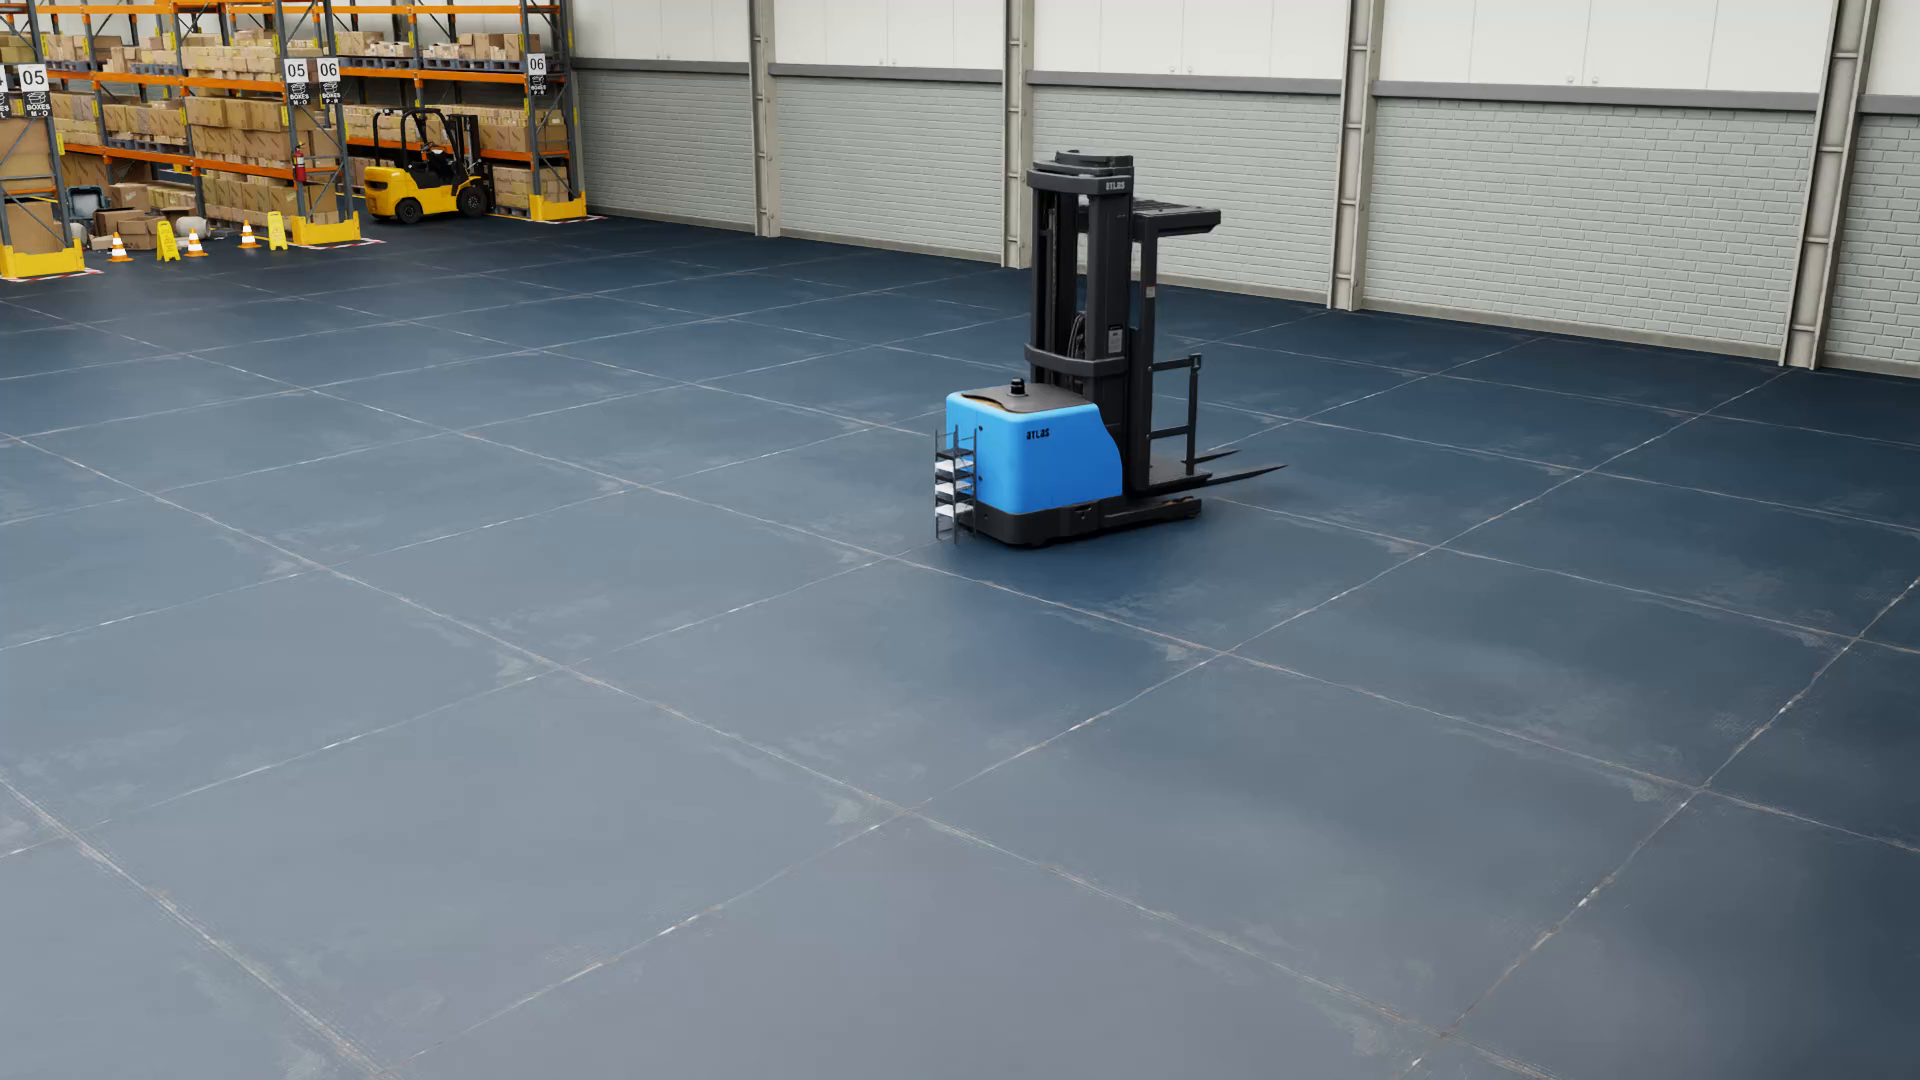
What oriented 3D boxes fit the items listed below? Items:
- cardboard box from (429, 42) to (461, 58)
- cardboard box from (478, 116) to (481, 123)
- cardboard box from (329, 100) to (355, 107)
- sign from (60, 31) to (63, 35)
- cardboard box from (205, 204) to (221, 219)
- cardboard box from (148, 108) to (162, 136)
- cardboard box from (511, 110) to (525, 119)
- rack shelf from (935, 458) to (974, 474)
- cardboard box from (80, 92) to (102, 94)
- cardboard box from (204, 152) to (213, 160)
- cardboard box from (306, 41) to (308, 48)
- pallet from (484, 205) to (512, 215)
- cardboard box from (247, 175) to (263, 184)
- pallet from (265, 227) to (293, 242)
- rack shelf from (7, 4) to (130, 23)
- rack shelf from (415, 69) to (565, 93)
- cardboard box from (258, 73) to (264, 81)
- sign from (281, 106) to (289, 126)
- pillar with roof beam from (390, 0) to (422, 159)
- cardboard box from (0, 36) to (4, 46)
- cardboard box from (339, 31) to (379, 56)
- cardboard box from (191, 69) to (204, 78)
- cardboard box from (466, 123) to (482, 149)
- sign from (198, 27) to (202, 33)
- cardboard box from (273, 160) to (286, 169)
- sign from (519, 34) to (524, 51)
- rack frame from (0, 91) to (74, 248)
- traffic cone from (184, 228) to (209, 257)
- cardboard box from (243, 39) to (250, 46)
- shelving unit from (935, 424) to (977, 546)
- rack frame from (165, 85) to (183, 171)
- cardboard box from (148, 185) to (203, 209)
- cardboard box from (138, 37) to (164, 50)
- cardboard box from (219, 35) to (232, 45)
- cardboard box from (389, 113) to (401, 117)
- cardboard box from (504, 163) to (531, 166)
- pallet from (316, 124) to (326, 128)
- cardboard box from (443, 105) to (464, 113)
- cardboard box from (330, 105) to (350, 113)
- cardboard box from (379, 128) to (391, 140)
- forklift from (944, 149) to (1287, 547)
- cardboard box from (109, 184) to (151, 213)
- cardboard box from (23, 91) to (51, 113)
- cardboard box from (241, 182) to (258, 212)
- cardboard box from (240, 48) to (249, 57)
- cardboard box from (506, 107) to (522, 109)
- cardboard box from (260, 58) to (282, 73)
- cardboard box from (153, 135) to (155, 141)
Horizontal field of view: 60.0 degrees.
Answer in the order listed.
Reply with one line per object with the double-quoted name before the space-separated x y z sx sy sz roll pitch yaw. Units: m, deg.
"cardboard box" -10.665 -10.176 34.546 0.500 0.311 0.500 16 23 40
"cardboard box" -9.681 -8.645 34.157 0.250 0.149 0.380 15 23 39
"cardboard box" -14.398 -9.953 38.654 0.500 0.500 0.500 16 24 42
"sign" -20.048 -11.196 37.098 0.005 0.325 0.100 15 23 39
"cardboard box" -14.155 -6.349 32.010 0.500 0.250 0.500 14 22 37
"cardboard box" -15.669 -8.274 32.872 0.500 0.500 0.500 16 24 41
"cardboard box" -8.746 -8.525 33.286 0.250 0.149 0.380 15 23 39
"rack shelf" -0.033 -0.567 12.924 0.258 0.077 0.200 -16 24 -41
"cardboard box" -18.745 -9.428 36.041 0.500 0.500 0.500 16 23 40
"cardboard box" -14.171 -7.345 31.711 0.250 0.149 0.380 16 24 41
"cardboard box" -14.697 -11.335 38.007 0.250 0.149 0.380 14 22 37
"pallet" -9.642 -7.020 34.882 1.213 0.211 1.003 15 23 39
"cardboard box" -12.899 -6.657 30.668 0.250 0.149 0.380 16 24 42
"pallet" -12.066 -5.693 30.702 1.213 0.211 1.003 15 23 39
"rack shelf" -18.905 -11.170 35.281 4.000 0.370 1.077 15 23 39
"rack shelf" -9.629 -9.448 34.154 4.000 0.370 1.077 15 23 39
"cardboard box" -12.262 -8.258 29.630 0.250 0.149 0.380 16 24 41
"sign" -11.809 -7.417 29.087 0.005 0.325 0.100 15 23 39
"pillar with roof beam" -15.401 -11.394 34.136 0.400 9.000 9.100 15 23 39
"cardboard box" -14.861 -7.823 26.082 0.250 0.149 0.380 15 23 40
"cardboard box" -13.293 -11.012 36.868 0.500 0.500 0.700 14 23 38
"cardboard box" -14.190 -8.765 31.228 0.250 0.149 0.380 15 23 39
"cardboard box" -9.825 -8.354 34.312 0.500 0.500 0.500 15 23 40
"sign" -19.717 -13.146 43.152 0.005 0.325 0.100 15 23 39
"cardboard box" -12.110 -6.769 29.896 0.250 0.149 0.380 15 23 39
"sign" -8.504 -9.654 32.280 0.005 0.325 0.100 15 23 39
"rack frame" -14.636 -5.696 26.100 0.127 3.000 1.000 15 23 39
"traffic cone" -13.086 -5.102 28.423 0.334 0.463 0.336 15 23 39
"cardboard box" -16.768 -11.812 39.476 0.250 0.149 0.380 14 23 38
"shelving unit" -0.033 -0.427 12.968 0.258 0.900 0.210 -16 24 -41
"rack frame" -20.101 -11.172 43.357 0.127 3.000 1.000 15 23 39
"cardboard box" -15.872 -6.974 33.779 0.625 0.372 0.950 16 24 41
"cardboard box" -15.713 -9.723 32.559 0.500 0.250 0.500 16 23 40
"cardboard box" -17.646 -12.154 40.422 0.500 0.250 0.500 15 23 39
"cardboard box" -12.166 -9.270 36.124 0.250 0.149 0.380 14 22 38
"cardboard box" -9.110 -7.668 34.512 0.500 0.250 0.500 15 23 39
"pallet" -14.671 -9.595 38.703 1.003 0.211 1.213 15 23 39
"cardboard box" -10.632 -9.049 34.937 0.250 0.149 0.380 14 23 38
"cardboard box" -14.074 -9.792 37.770 0.250 0.149 0.380 16 24 41
"cardboard box" -12.407 -8.940 36.570 0.500 0.250 0.500 15 23 40
"forklift" 1.386 -1.666 13.517 3.031 2.935 1.130 -11 21 -32
"cardboard box" -15.576 -6.400 31.199 0.500 0.500 0.500 15 23 39
"cardboard box" -20.262 -9.616 36.635 0.500 0.500 0.500 15 23 40
"cardboard box" -12.963 -6.392 30.905 0.500 0.500 0.500 14 23 38
"cardboard box" -12.757 -8.806 30.040 0.250 0.149 0.380 14 22 38
"cardboard box" -9.143 -8.859 34.339 0.250 0.149 0.380 14 23 38
"cardboard box" -11.987 -8.378 29.348 0.500 0.250 0.500 15 23 39
"cardboard box" -15.868 -8.045 33.222 0.250 0.149 0.380 14 22 37
